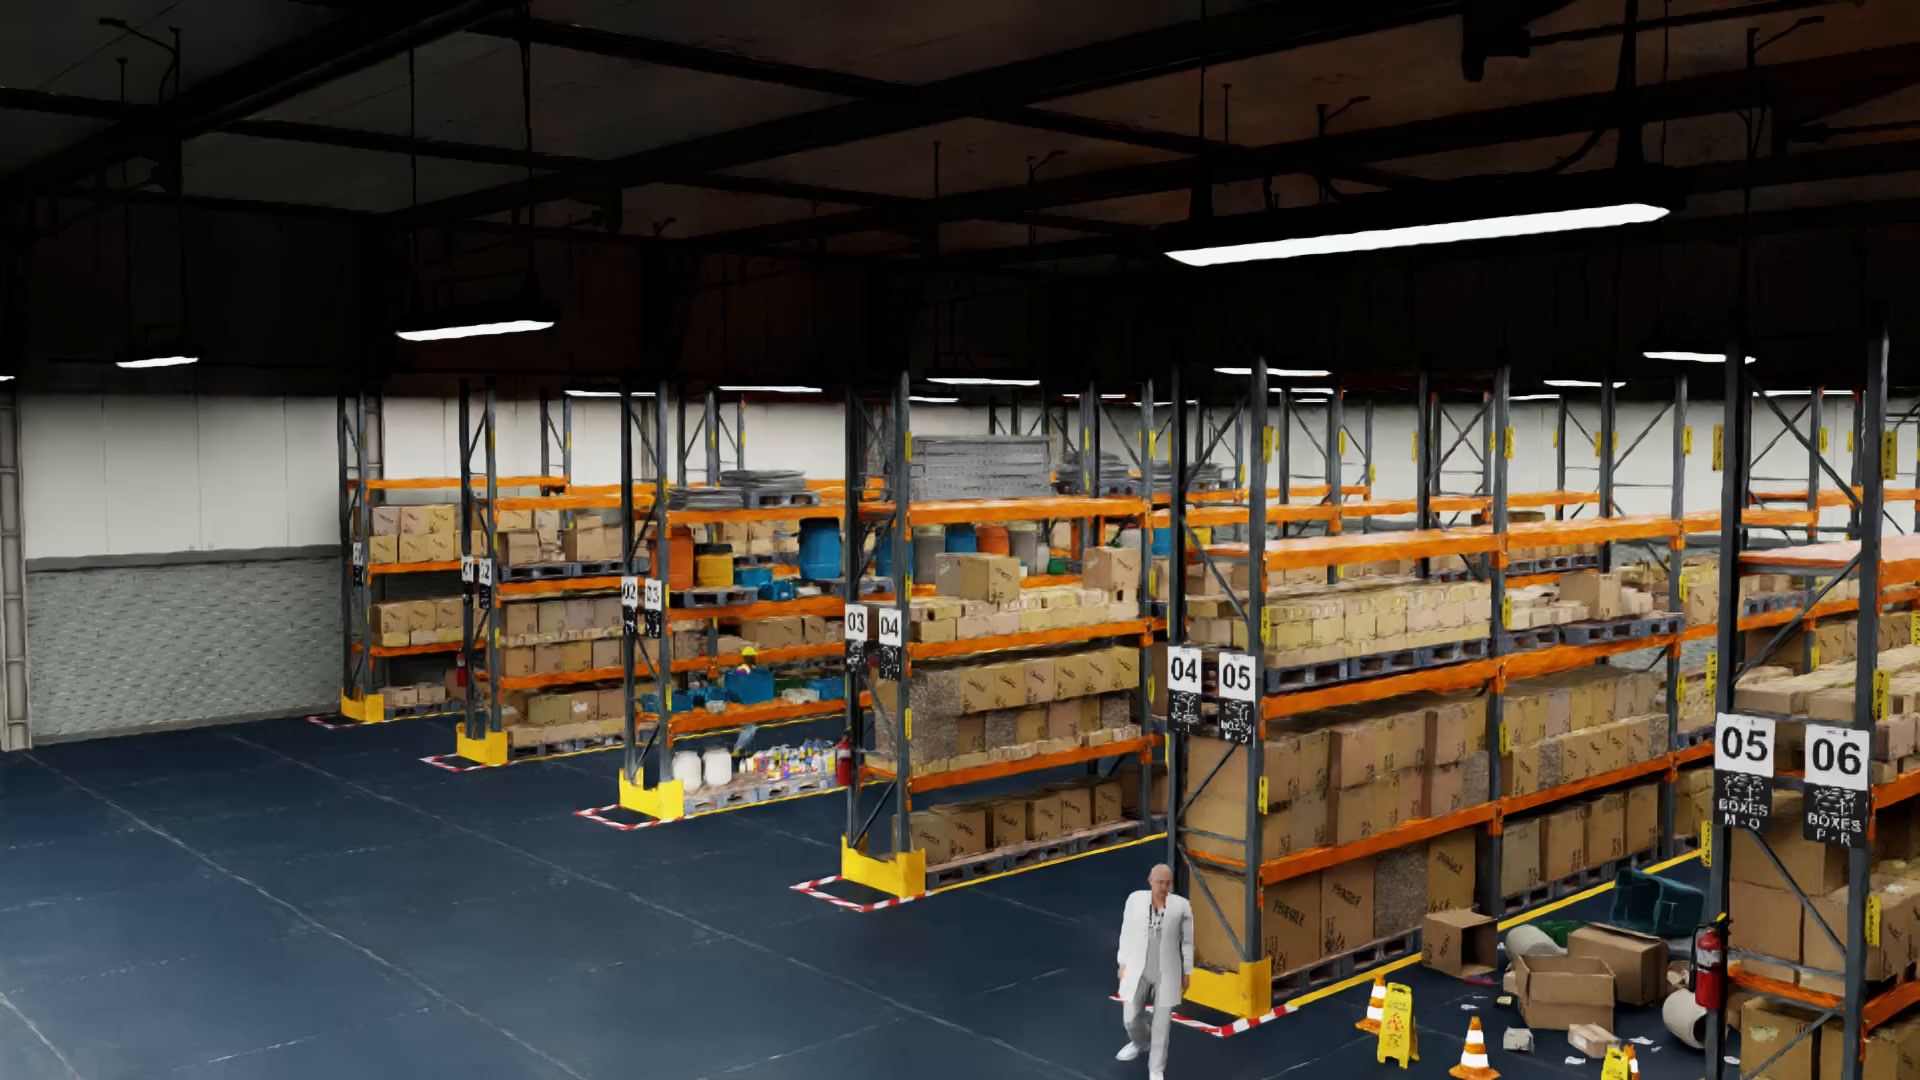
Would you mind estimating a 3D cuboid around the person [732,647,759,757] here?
[{"bbox_3d":[-3.345,2.564,26.169,0.447,1.762,0.602,1,4,17],"label":"person"}]

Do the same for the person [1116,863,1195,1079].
[{"bbox_3d":[1.553,3.412,13.238,0.627,1.772,0.593,1,4,13],"label":"person"}]
